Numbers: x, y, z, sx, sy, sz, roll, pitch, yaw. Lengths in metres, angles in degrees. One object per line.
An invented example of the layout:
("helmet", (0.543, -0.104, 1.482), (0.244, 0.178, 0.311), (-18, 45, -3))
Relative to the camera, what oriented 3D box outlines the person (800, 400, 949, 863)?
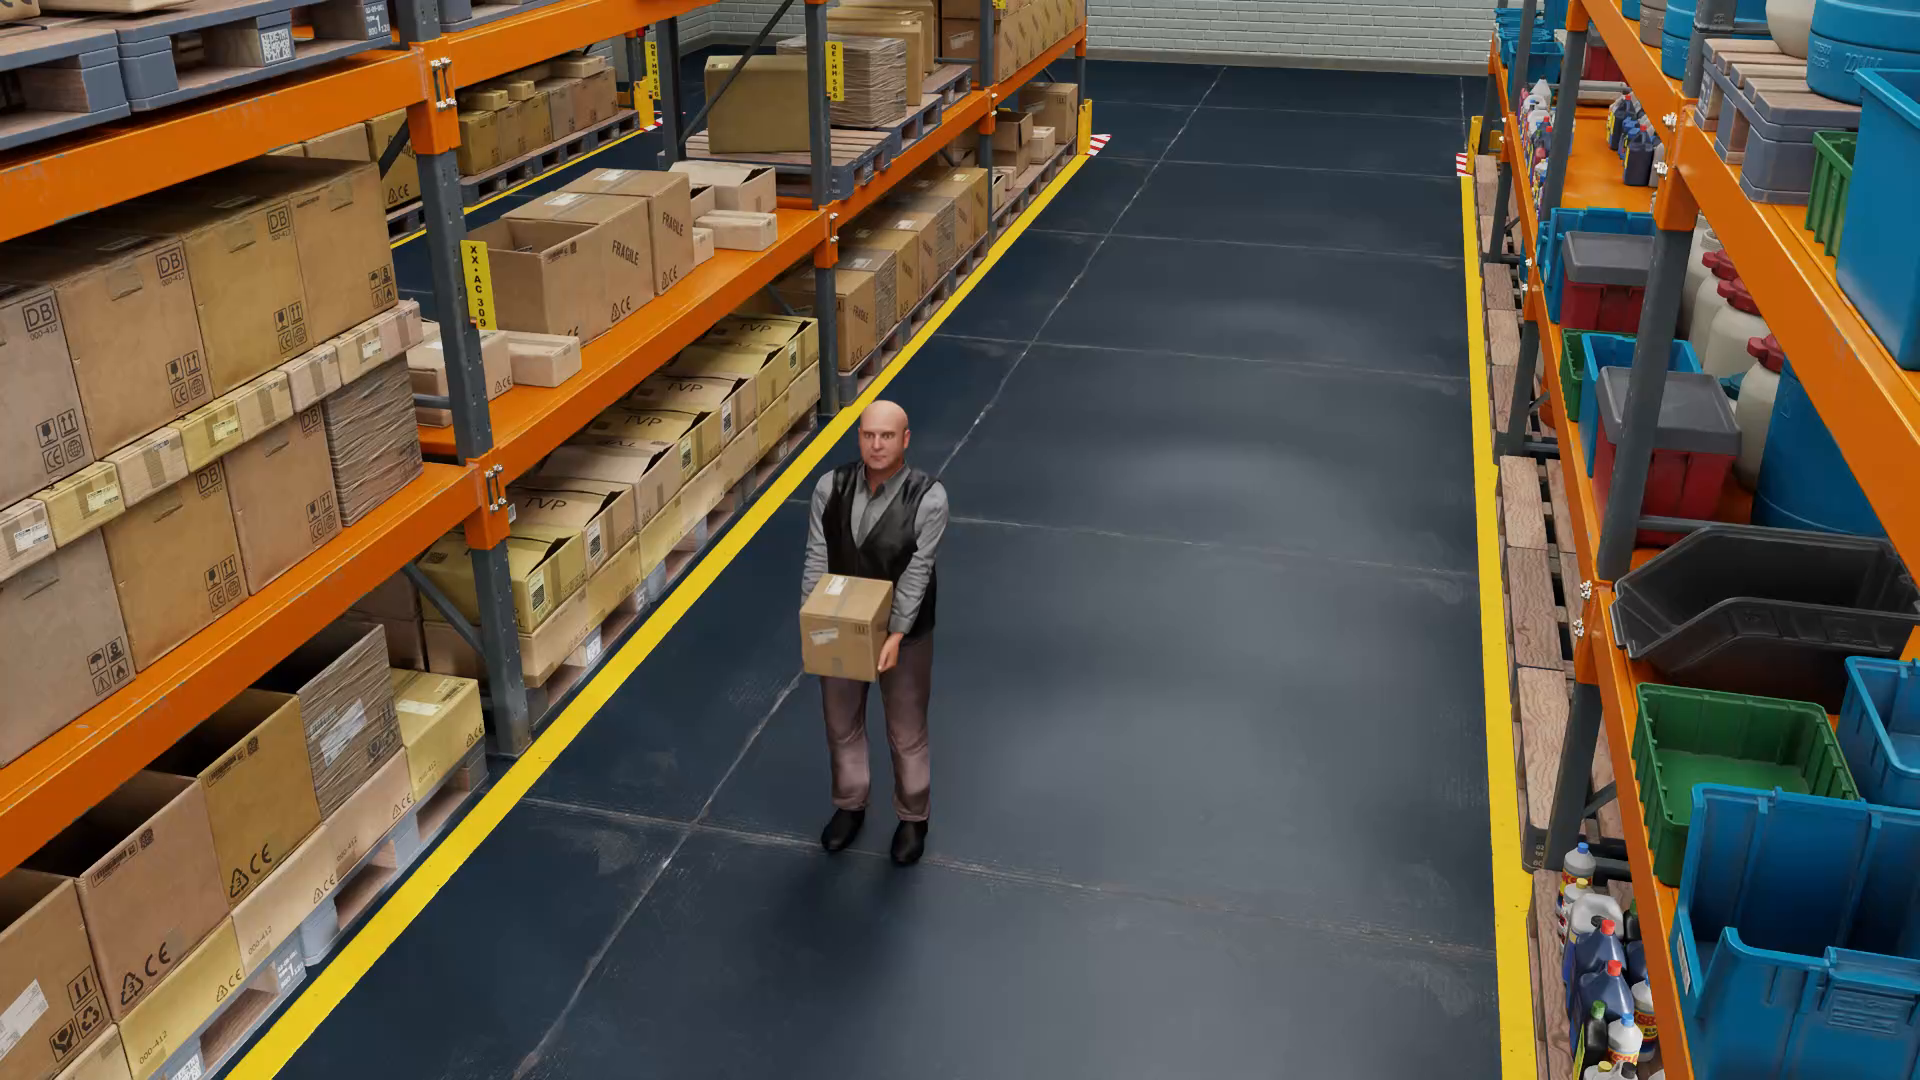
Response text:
("person", (-0.309, 0.369, 5.862), (0.494, 1.711, 0.551), (7, 26, 14))
